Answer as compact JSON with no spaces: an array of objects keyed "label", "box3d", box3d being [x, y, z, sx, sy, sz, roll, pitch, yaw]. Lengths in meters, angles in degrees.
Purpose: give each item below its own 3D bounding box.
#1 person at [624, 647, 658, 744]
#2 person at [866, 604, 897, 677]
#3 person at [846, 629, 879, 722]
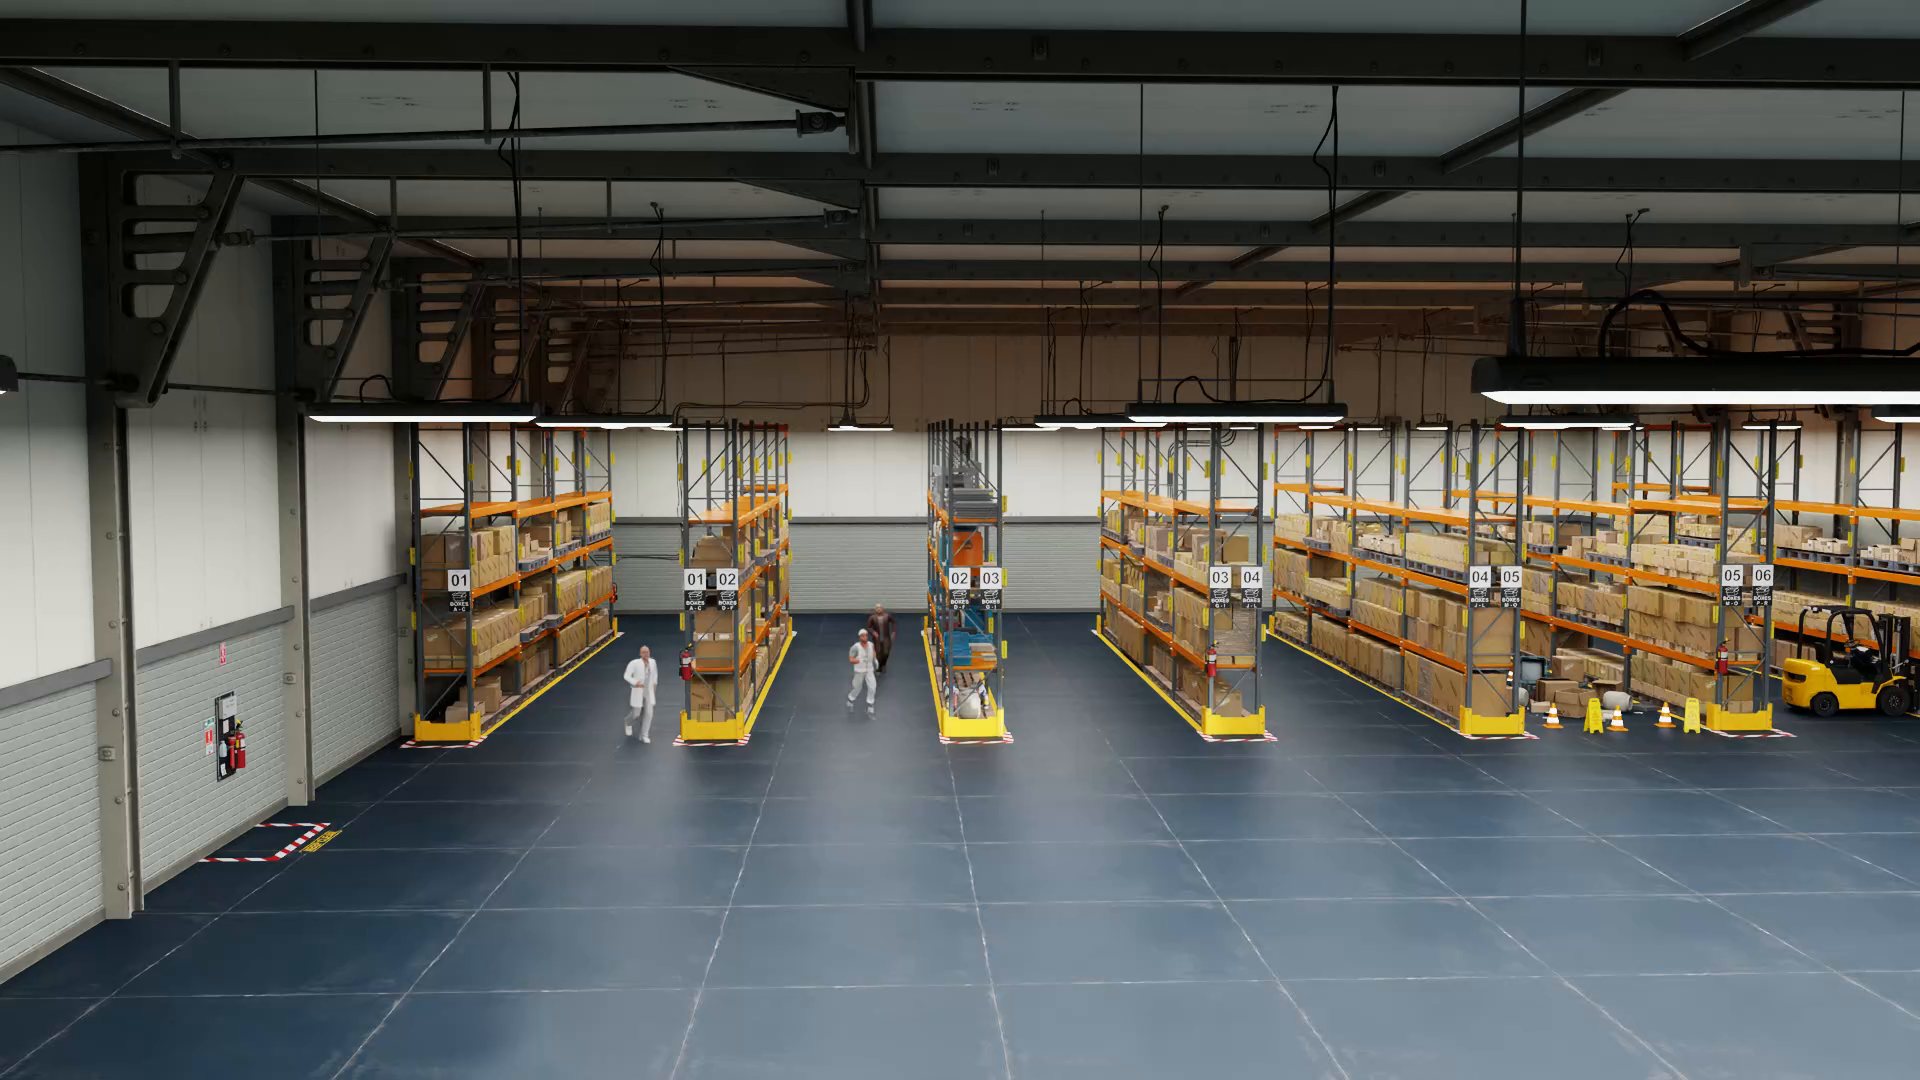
[{"label":"person","box3d":[-5.936,2.861,31.005,0.722,1.774,0.929,-2,4,-33]},{"label":"person","box3d":[-1.841,2.358,38.986,0.732,1.736,0.785,0,4,-4]},{"label":"person","box3d":[-1.953,2.686,33.431,0.674,1.826,0.938,-2,4,-26]}]
